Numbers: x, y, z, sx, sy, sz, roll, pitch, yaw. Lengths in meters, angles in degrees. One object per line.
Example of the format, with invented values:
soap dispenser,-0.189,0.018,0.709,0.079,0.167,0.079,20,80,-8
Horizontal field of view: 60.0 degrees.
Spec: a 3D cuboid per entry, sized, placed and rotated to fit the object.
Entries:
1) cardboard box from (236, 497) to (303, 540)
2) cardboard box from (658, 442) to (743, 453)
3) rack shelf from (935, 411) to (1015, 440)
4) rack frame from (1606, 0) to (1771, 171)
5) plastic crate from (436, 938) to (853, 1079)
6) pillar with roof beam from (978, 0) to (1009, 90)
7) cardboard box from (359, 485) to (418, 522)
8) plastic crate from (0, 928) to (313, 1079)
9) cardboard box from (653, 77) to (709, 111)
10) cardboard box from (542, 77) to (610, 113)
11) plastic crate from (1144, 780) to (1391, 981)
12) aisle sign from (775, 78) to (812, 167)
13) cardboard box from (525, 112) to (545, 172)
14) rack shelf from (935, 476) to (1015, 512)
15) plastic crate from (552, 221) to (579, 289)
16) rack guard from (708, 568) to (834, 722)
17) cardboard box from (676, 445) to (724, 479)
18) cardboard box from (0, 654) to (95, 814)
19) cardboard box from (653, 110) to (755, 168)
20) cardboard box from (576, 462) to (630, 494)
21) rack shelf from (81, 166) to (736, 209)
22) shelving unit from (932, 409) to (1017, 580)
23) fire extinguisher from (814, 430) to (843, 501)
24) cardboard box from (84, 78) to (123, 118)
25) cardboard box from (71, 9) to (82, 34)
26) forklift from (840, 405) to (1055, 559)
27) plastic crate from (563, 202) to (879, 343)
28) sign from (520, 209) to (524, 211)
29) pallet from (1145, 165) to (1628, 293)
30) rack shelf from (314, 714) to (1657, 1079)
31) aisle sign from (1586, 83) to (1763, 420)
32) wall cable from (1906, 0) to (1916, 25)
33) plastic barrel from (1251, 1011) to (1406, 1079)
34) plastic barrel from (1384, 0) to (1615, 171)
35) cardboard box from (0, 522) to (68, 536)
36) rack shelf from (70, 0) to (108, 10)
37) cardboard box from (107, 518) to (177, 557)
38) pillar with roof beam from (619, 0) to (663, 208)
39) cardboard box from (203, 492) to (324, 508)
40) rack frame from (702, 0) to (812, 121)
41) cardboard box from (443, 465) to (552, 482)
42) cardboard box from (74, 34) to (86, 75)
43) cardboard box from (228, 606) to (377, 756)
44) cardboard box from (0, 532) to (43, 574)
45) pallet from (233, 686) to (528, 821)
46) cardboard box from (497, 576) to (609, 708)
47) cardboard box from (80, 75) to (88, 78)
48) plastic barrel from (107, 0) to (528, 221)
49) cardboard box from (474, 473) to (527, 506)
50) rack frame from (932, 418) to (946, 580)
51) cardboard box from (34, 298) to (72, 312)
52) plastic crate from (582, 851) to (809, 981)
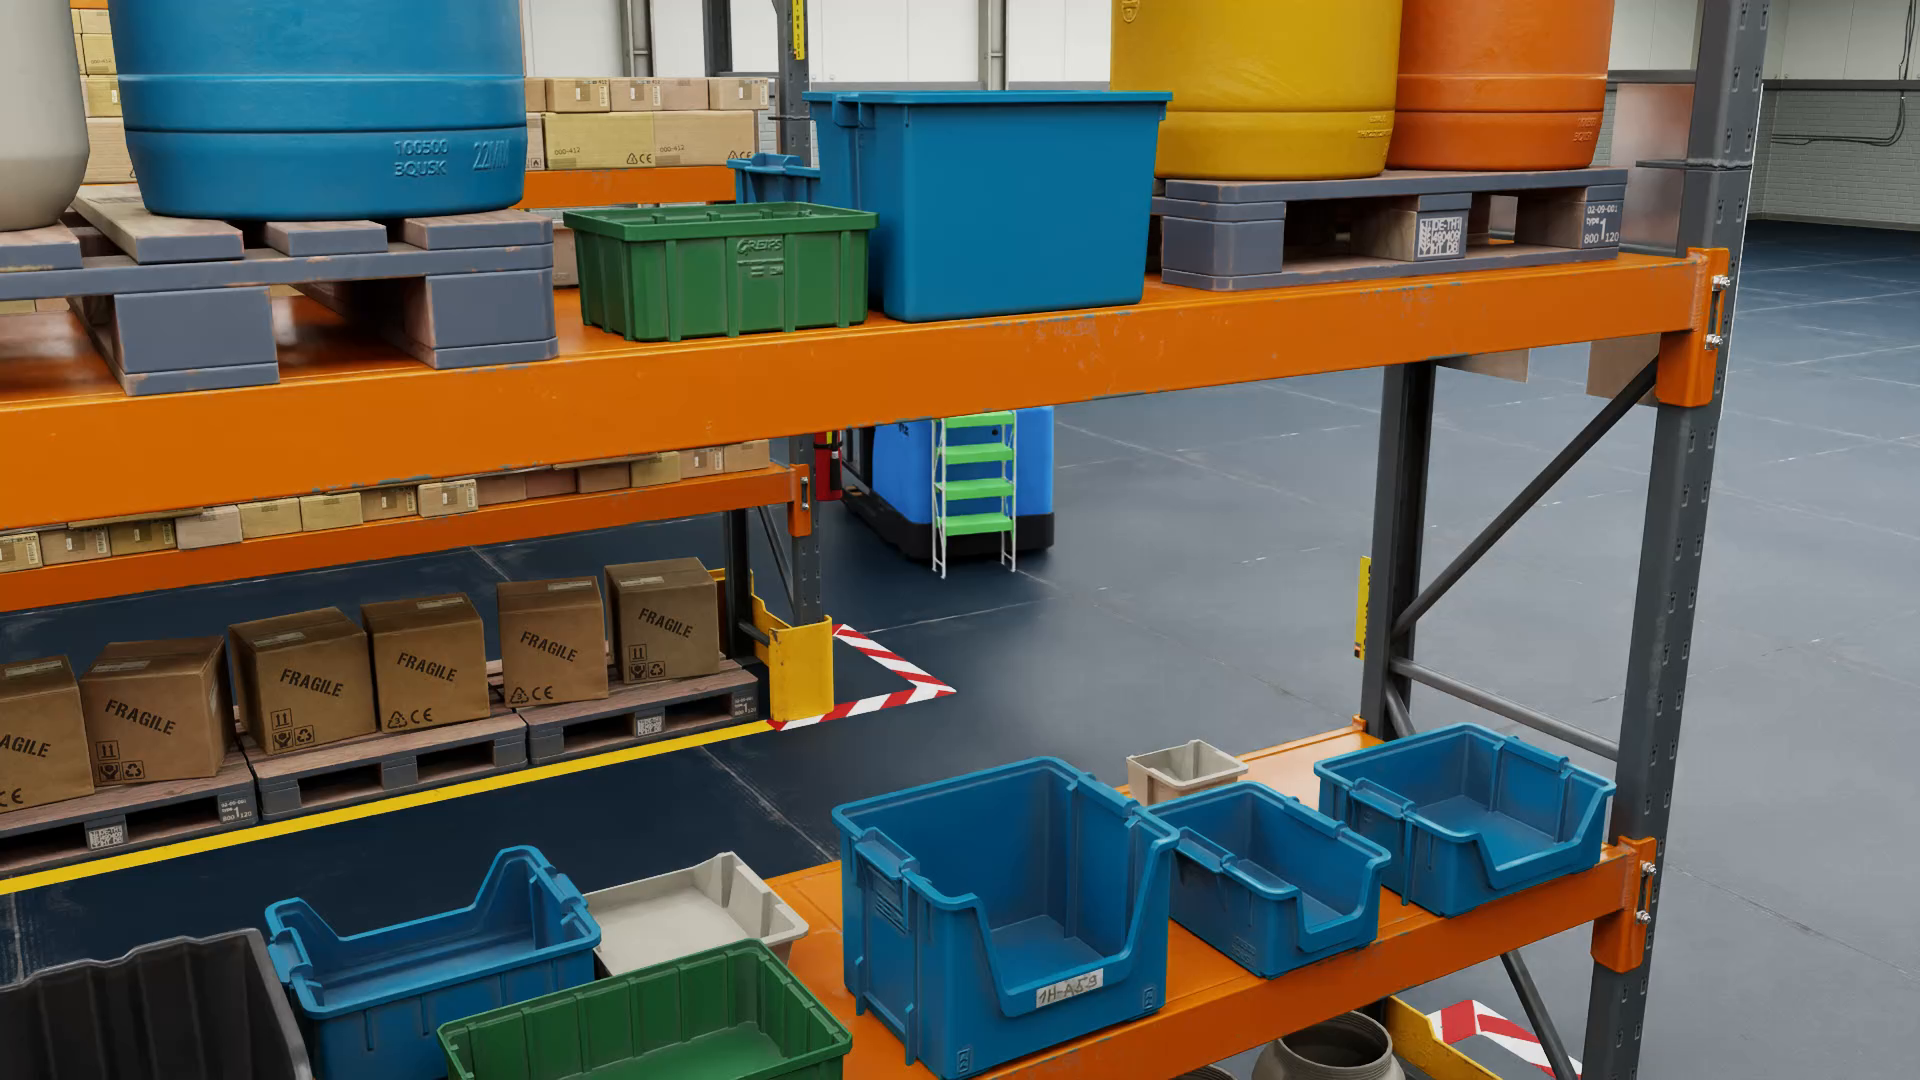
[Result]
cardboard box,-3.053,-0.132,7.287,0.250,0.149,0.380,-9,18,-30
cardboard box,-1.508,-0.790,8.435,0.500,0.500,0.875,-9,18,-30
rack shelf,0.093,-0.769,10.889,0.480,0.148,0.258,-5,16,-17
rack frame,1.529,-2.412,3.841,0.127,3.000,1.000,-9,18,-30
plastic crate,-0.591,1.012,3.136,0.662,0.188,0.450,-9,18,-30
pillar with roof beam,2.757,-7.782,22.999,0.400,9.000,9.100,-9,18,-30
cardboard box,-2.642,-0.209,7.563,0.250,0.149,0.380,-9,18,-30
plastic crate,-1.386,1.020,2.830,0.504,0.338,0.767,-9,18,-30
cardboard box,-1.383,-2.113,7.872,0.250,0.149,0.380,-10,18,-32
cardboard box,-1.764,-2.009,7.502,0.250,0.149,0.380,-9,18,-29
plastic crate,0.694,0.776,3.858,0.408,0.251,0.499,-9,18,-30
aisle sign,-0.814,-1.860,8.171,0.004,0.787,0.394,-9,18,-30
cardboard box,-2.175,-1.776,7.408,0.500,0.250,0.500,-9,18,-28
rack shelf,0.093,-0.307,11.019,0.480,0.148,0.258,-5,16,-17
plastic crate,-0.732,-0.601,3.427,0.396,0.136,0.243,-9,18,-30
rack guard,-1.087,0.545,9.038,0.348,0.500,1.175,-9,18,-30
cardboard box,-1.375,-0.426,8.337,0.250,0.149,0.380,-9,18,-30
cardboard box,-4.087,0.842,7.201,0.500,0.500,0.500,-10,18,-31
cardboard box,-1.304,-1.915,7.905,0.500,0.250,0.500,-9,18,-28
cardboard box,-1.785,-0.348,8.059,0.250,0.149,0.380,-9,18,-30
rack shelf,-2.736,-1.489,7.439,4.000,0.370,1.077,-9,18,-30
shelving unit,0.093,-0.369,11.002,0.503,1.200,0.258,-5,16,-17
fire extinguisher,-0.687,-0.541,8.425,0.183,0.674,0.296,-9,18,-30
cardboard box,-3.388,-1.780,6.686,0.250,0.149,0.380,-9,18,-28
cardboard box,-5.779,-3.310,10.629,0.250,0.149,0.380,-10,18,-31
forklift,-0.288,-1.641,12.332,1.130,2.935,3.031,-5,16,-17
plastic crate,-0.407,-0.465,2.848,0.450,0.188,0.336,-9,18,-30
sign,-3.222,-2.375,12.239,0.005,0.325,0.100,-9,18,-30
pallet,0.769,-0.784,3.942,1.213,0.211,1.003,-9,18,-30
rack shelf,-0.186,1.102,3.756,4.000,0.370,1.077,-9,18,-30
aisle sign,1.743,-0.716,4.090,0.004,0.787,0.394,-9,18,-30
wall cable,20.569,-11.694,33.353,0.112,2.526,3.097,-9,18,-30
plastic barrel,1.004,1.582,4.540,0.421,0.512,0.421,0,16,0
plastic barrel,1.178,-1.279,3.785,0.708,0.830,0.600,-9,18,-30
cardboard box,-4.033,-0.352,6.873,0.500,0.500,0.875,-9,18,-30
rack shelf,-10.400,-6.181,19.363,4.000,0.370,1.077,-9,18,-30
cardboard box,-3.481,-0.062,7.039,0.250,0.149,0.380,-9,18,-30
pillar with roof beam,-2.386,-6.948,20.024,0.400,9.000,9.100,-9,18,-30
cardboard box,-3.210,-0.507,7.423,0.500,0.500,0.875,-9,18,-30
rack frame,-1.022,-3.557,7.929,0.127,3.000,1.000,-9,18,-30
cardboard box,-2.325,-0.633,7.875,0.500,0.500,0.875,-9,18,-30
cardboard box,-5.924,-3.114,10.667,0.500,0.250,0.500,-9,18,-30
cardboard box,-3.109,0.656,7.864,0.500,0.500,0.500,-11,19,-35
cardboard box,-3.891,0.016,6.760,0.250,0.149,0.380,-9,18,-30
pallet,-2.846,0.958,8.102,1.213,0.211,1.003,-9,18,-30
cardboard box,-2.061,0.507,8.399,0.500,0.500,0.500,-4,16,-15
cardboard box,-5.781,-2.926,10.734,0.250,0.149,0.380,-10,18,-31
plastic barrel,-0.992,-0.968,2.543,0.708,0.901,0.600,-9,18,-30
cardboard box,-2.223,-0.283,7.827,0.250,0.149,0.380,-9,18,-30
rack frame,-0.139,-0.348,10.929,0.015,1.200,0.240,-5,16,-17
cardboard box,-3.506,-0.859,6.829,0.500,0.500,0.500,-9,18,-30
plastic crate,-0.639,0.876,3.717,0.437,0.136,0.530,-9,18,-30
